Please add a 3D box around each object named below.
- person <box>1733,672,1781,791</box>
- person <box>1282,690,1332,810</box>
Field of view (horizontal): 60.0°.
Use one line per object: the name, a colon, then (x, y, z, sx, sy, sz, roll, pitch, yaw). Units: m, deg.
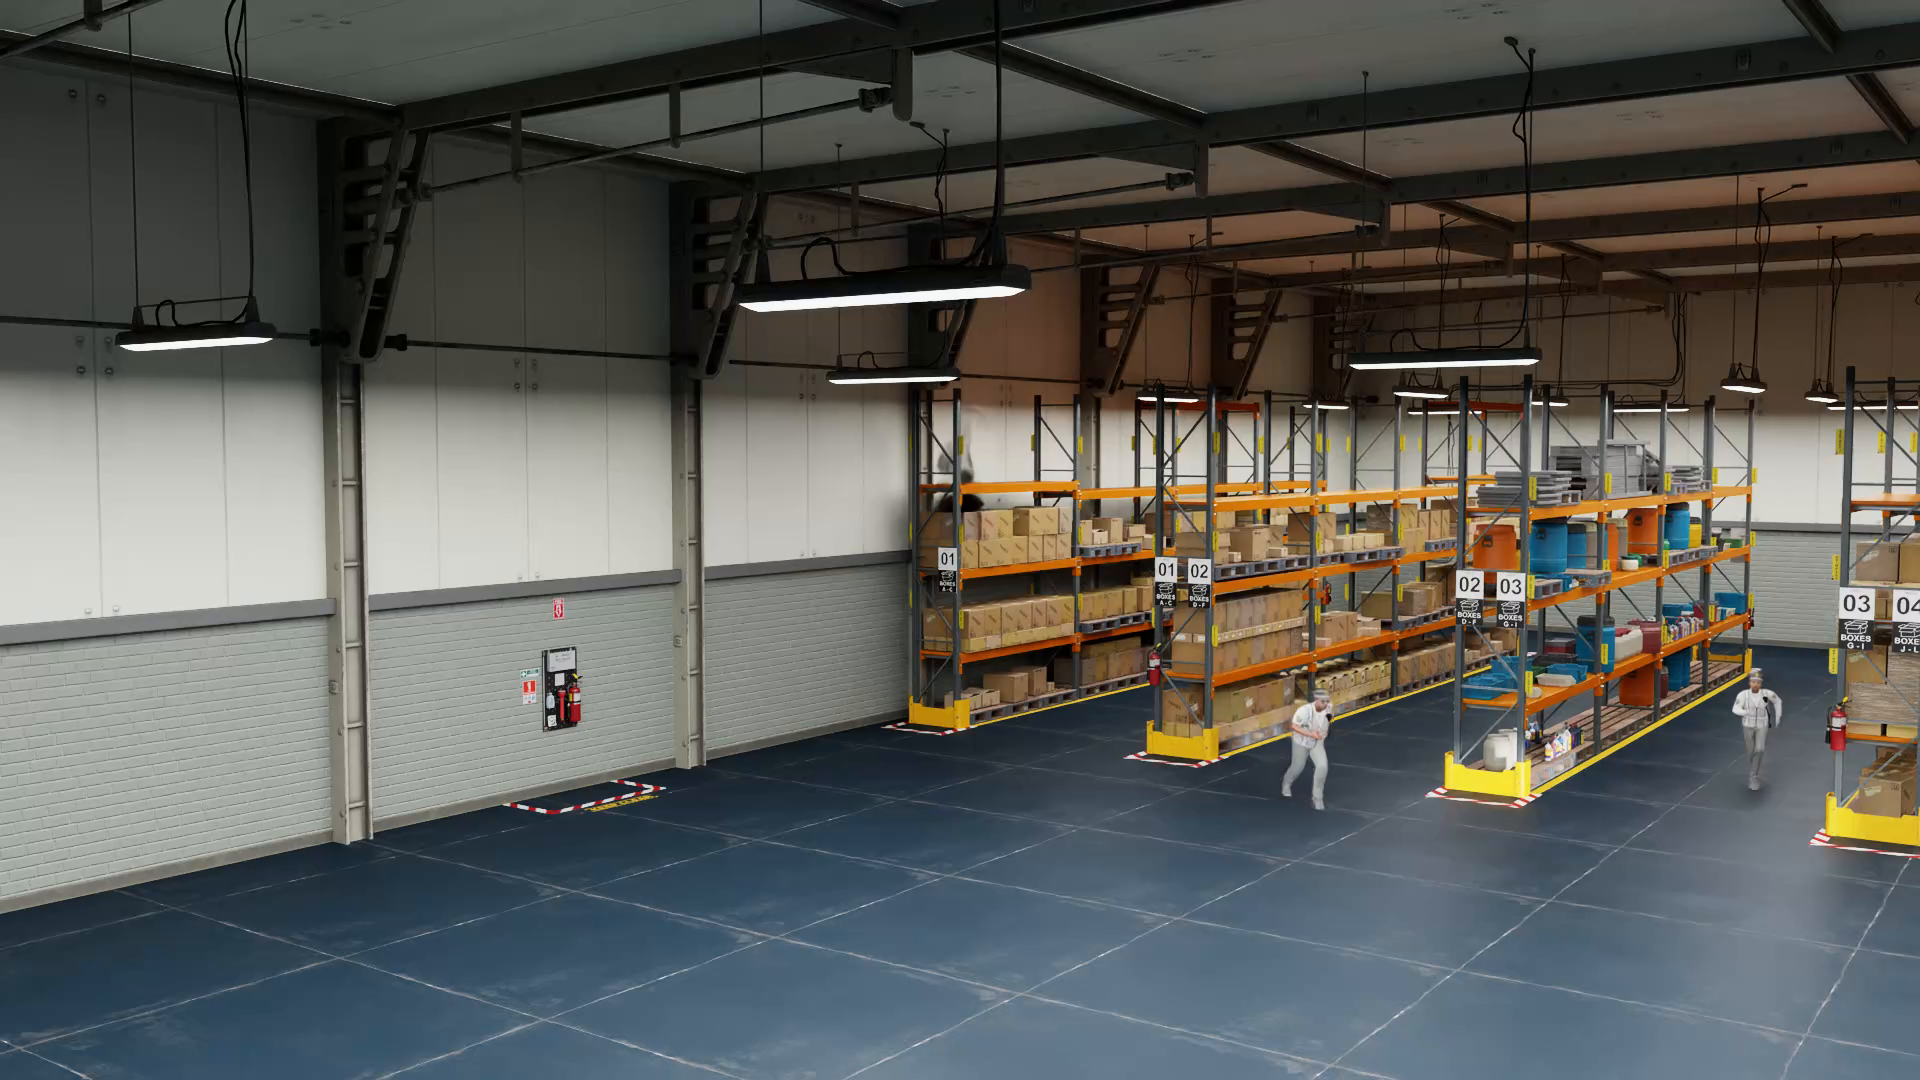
person: (11.675, 2.784, 24.378, 0.638, 1.714, 0.796, 2, 4, 28)
person: (4.829, 2.887, 23.176, 0.708, 1.719, 1.018, -1, 4, -22)
